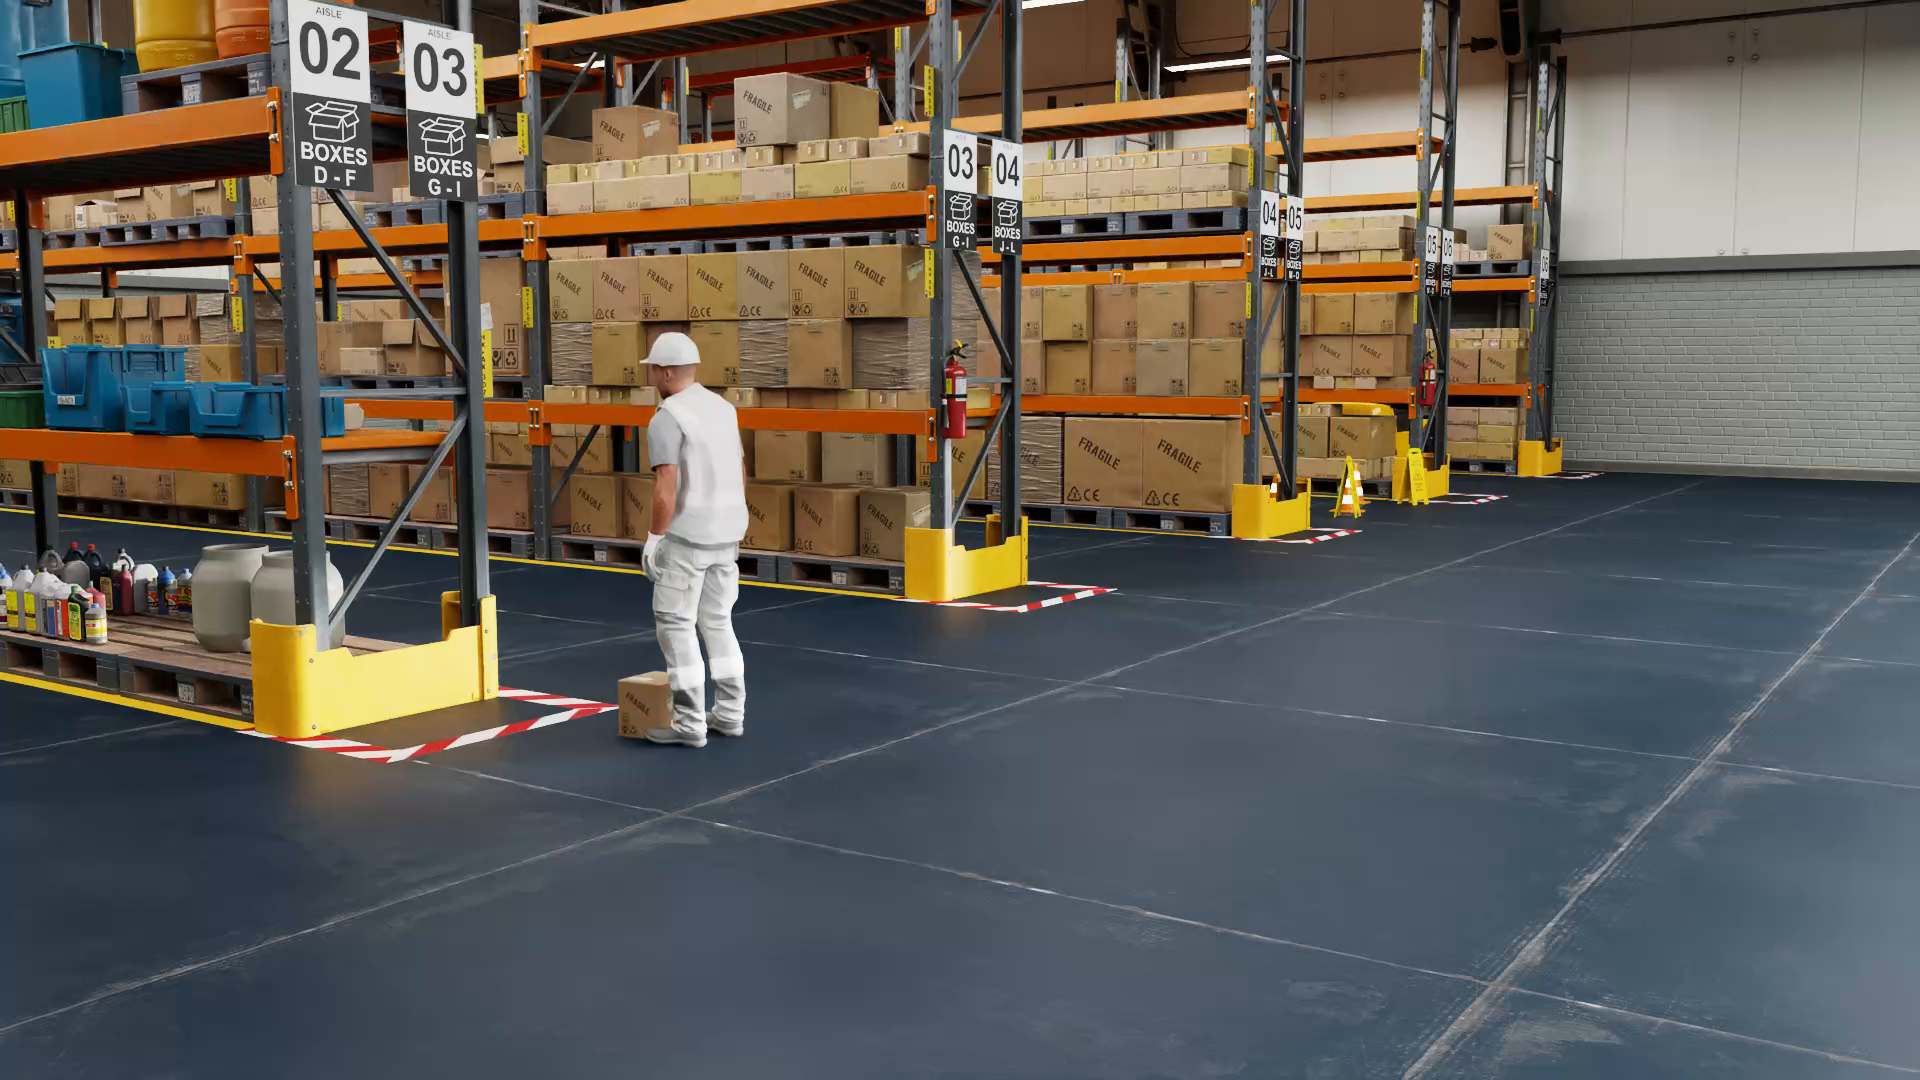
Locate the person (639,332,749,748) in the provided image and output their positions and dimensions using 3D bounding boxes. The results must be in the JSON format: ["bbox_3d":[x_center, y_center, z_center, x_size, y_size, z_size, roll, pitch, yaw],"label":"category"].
[{"bbox_3d":[-1.160,-0.005,7.212,0.454,1.777,0.603,4,7,31],"label":"person"}]
